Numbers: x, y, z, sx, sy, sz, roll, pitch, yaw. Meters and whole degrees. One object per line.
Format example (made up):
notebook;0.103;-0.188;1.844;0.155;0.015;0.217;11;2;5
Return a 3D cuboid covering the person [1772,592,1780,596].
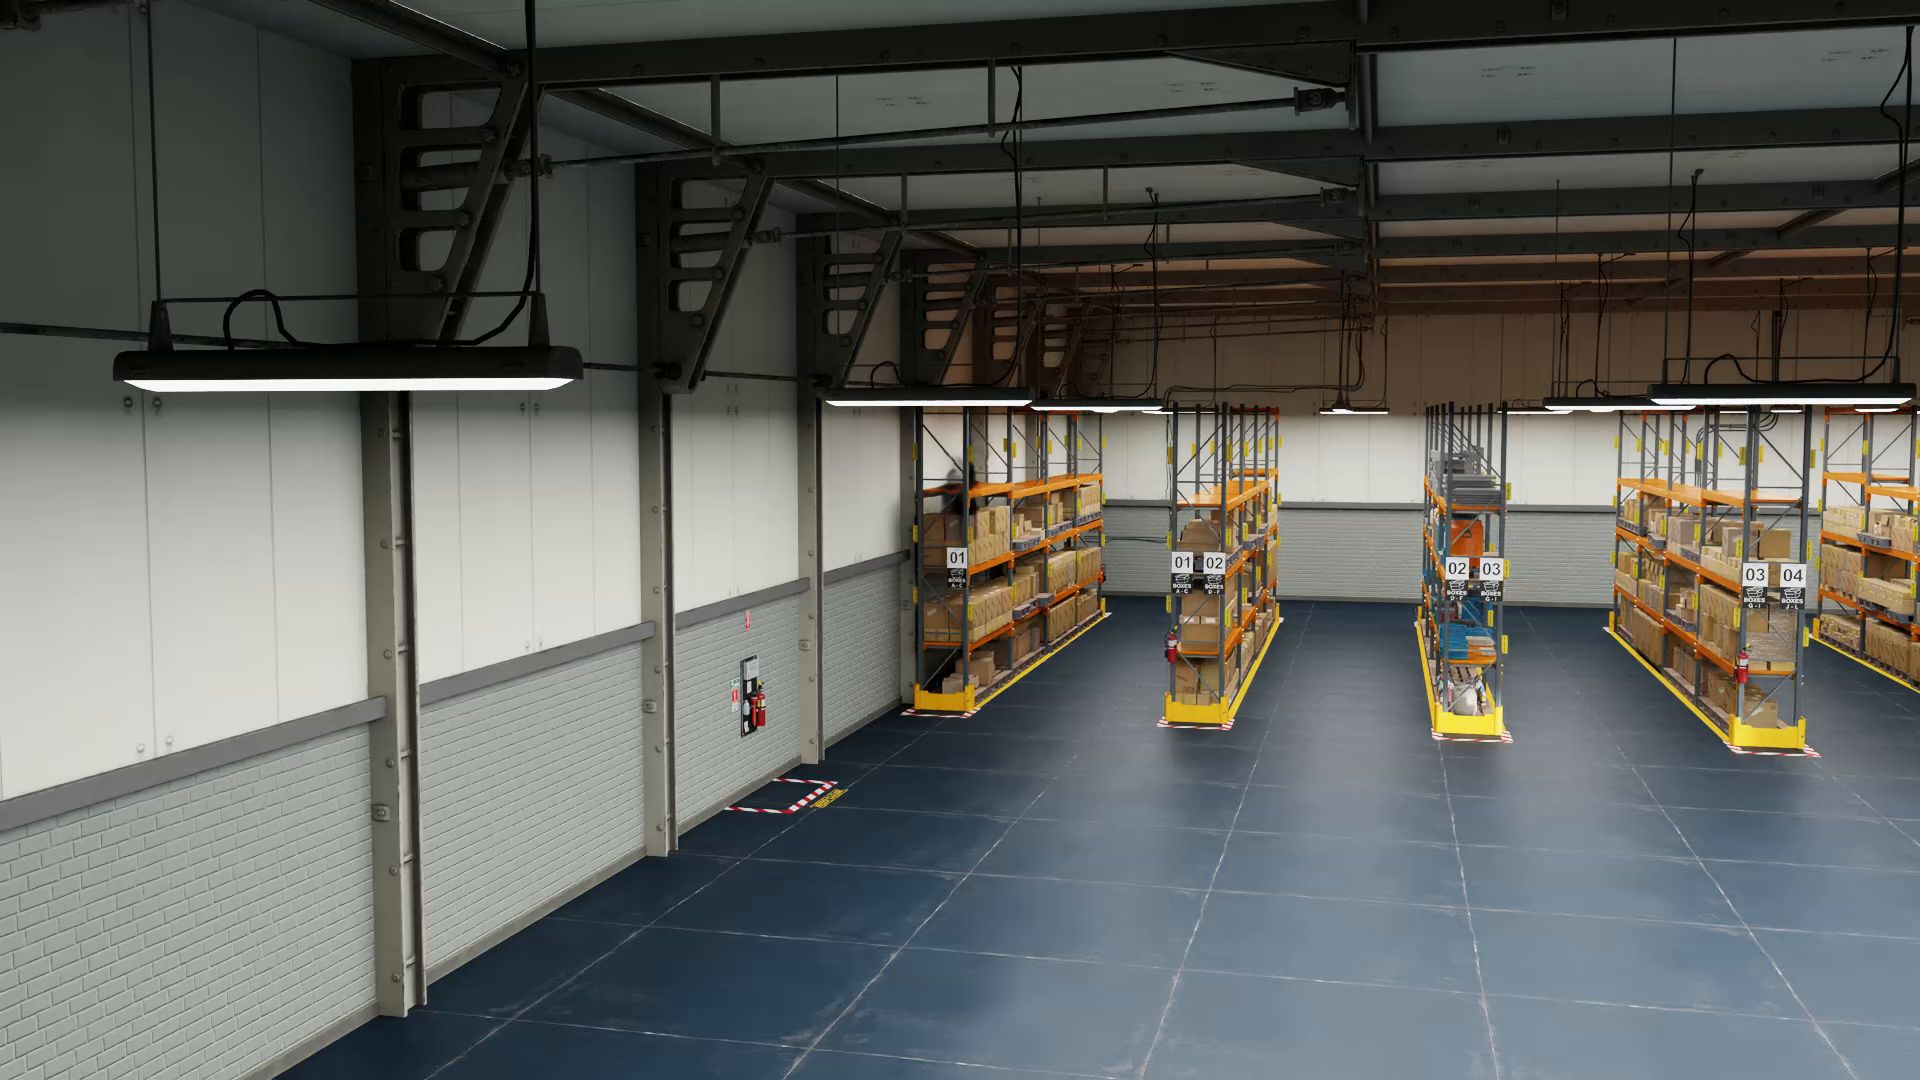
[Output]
person;20.820;1.759;42.848;0.687;1.686;0.742;1;4;16
